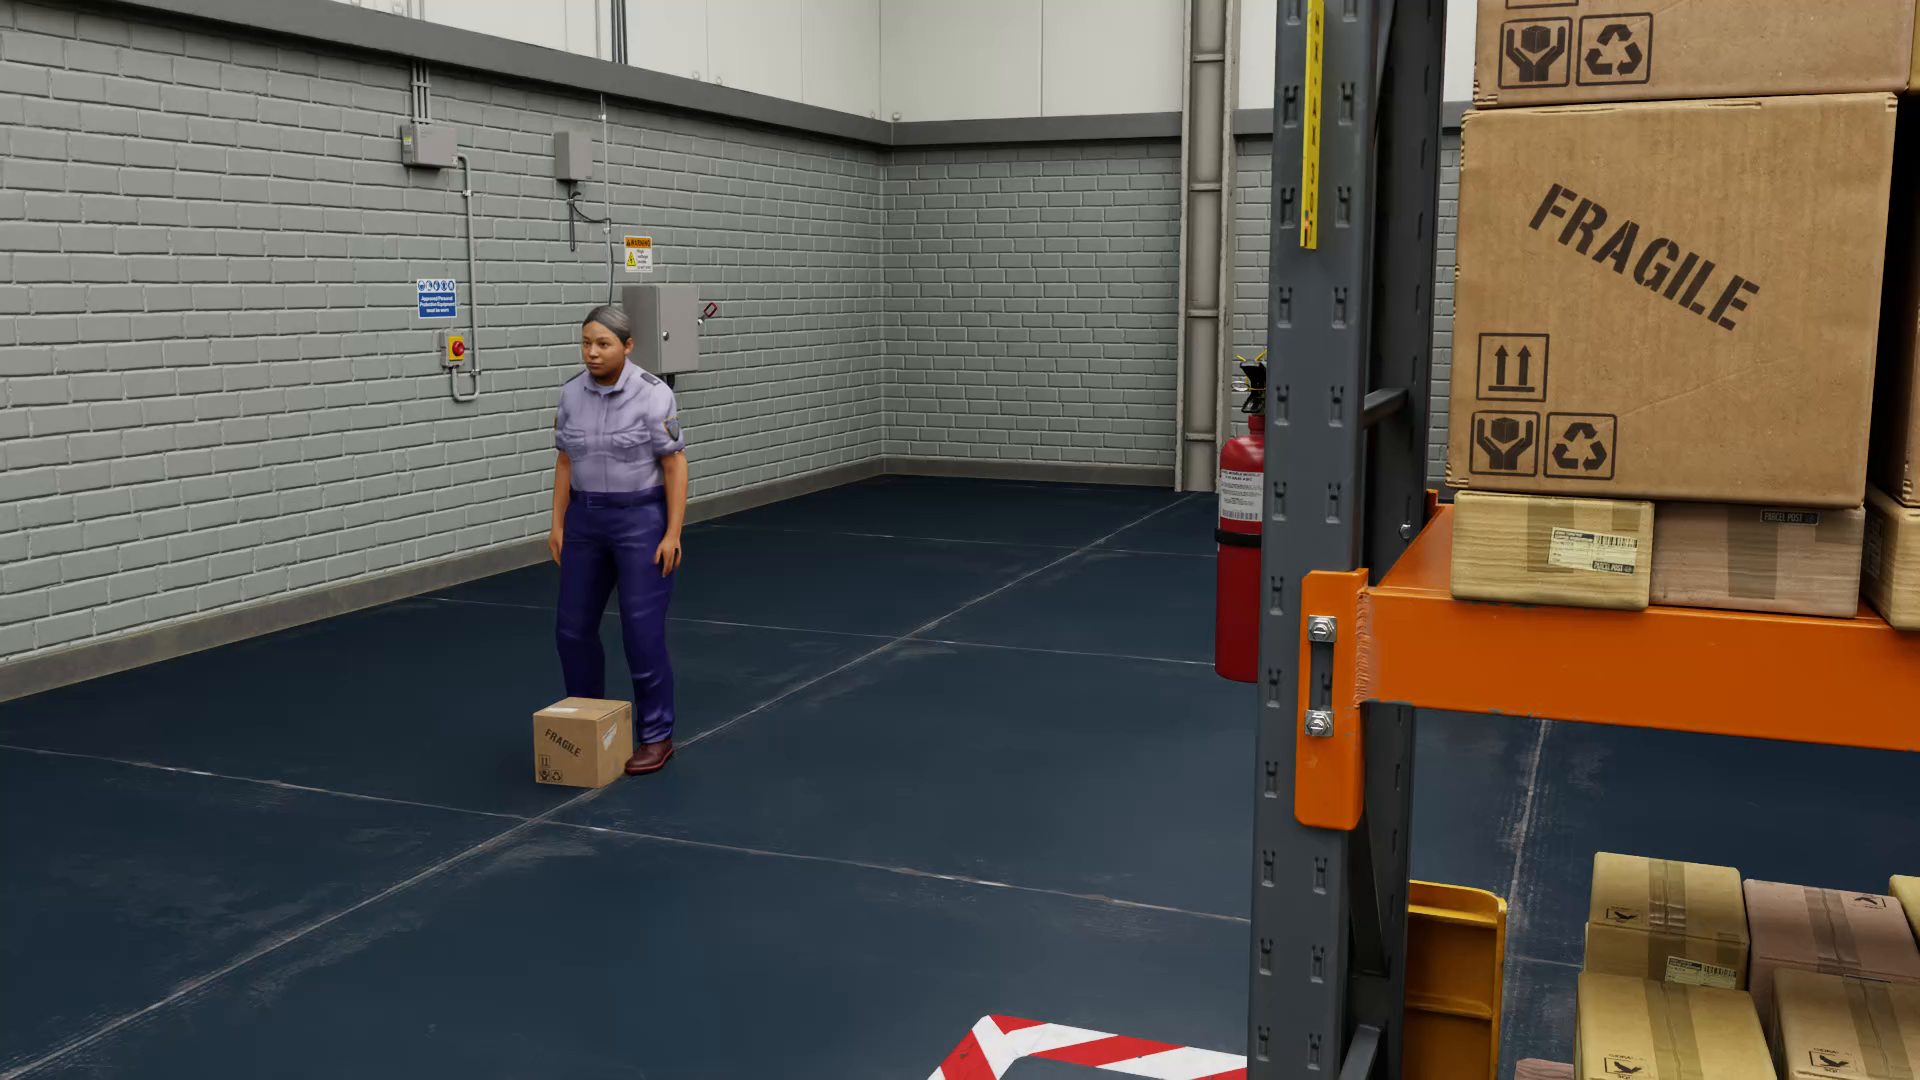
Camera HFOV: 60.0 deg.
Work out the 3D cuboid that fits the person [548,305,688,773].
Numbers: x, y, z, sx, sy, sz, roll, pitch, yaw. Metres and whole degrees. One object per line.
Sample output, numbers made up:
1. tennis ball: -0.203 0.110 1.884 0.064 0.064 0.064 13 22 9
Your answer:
1. person: -1.243 -0.014 5.973 0.553 1.650 0.374 3 9 18
